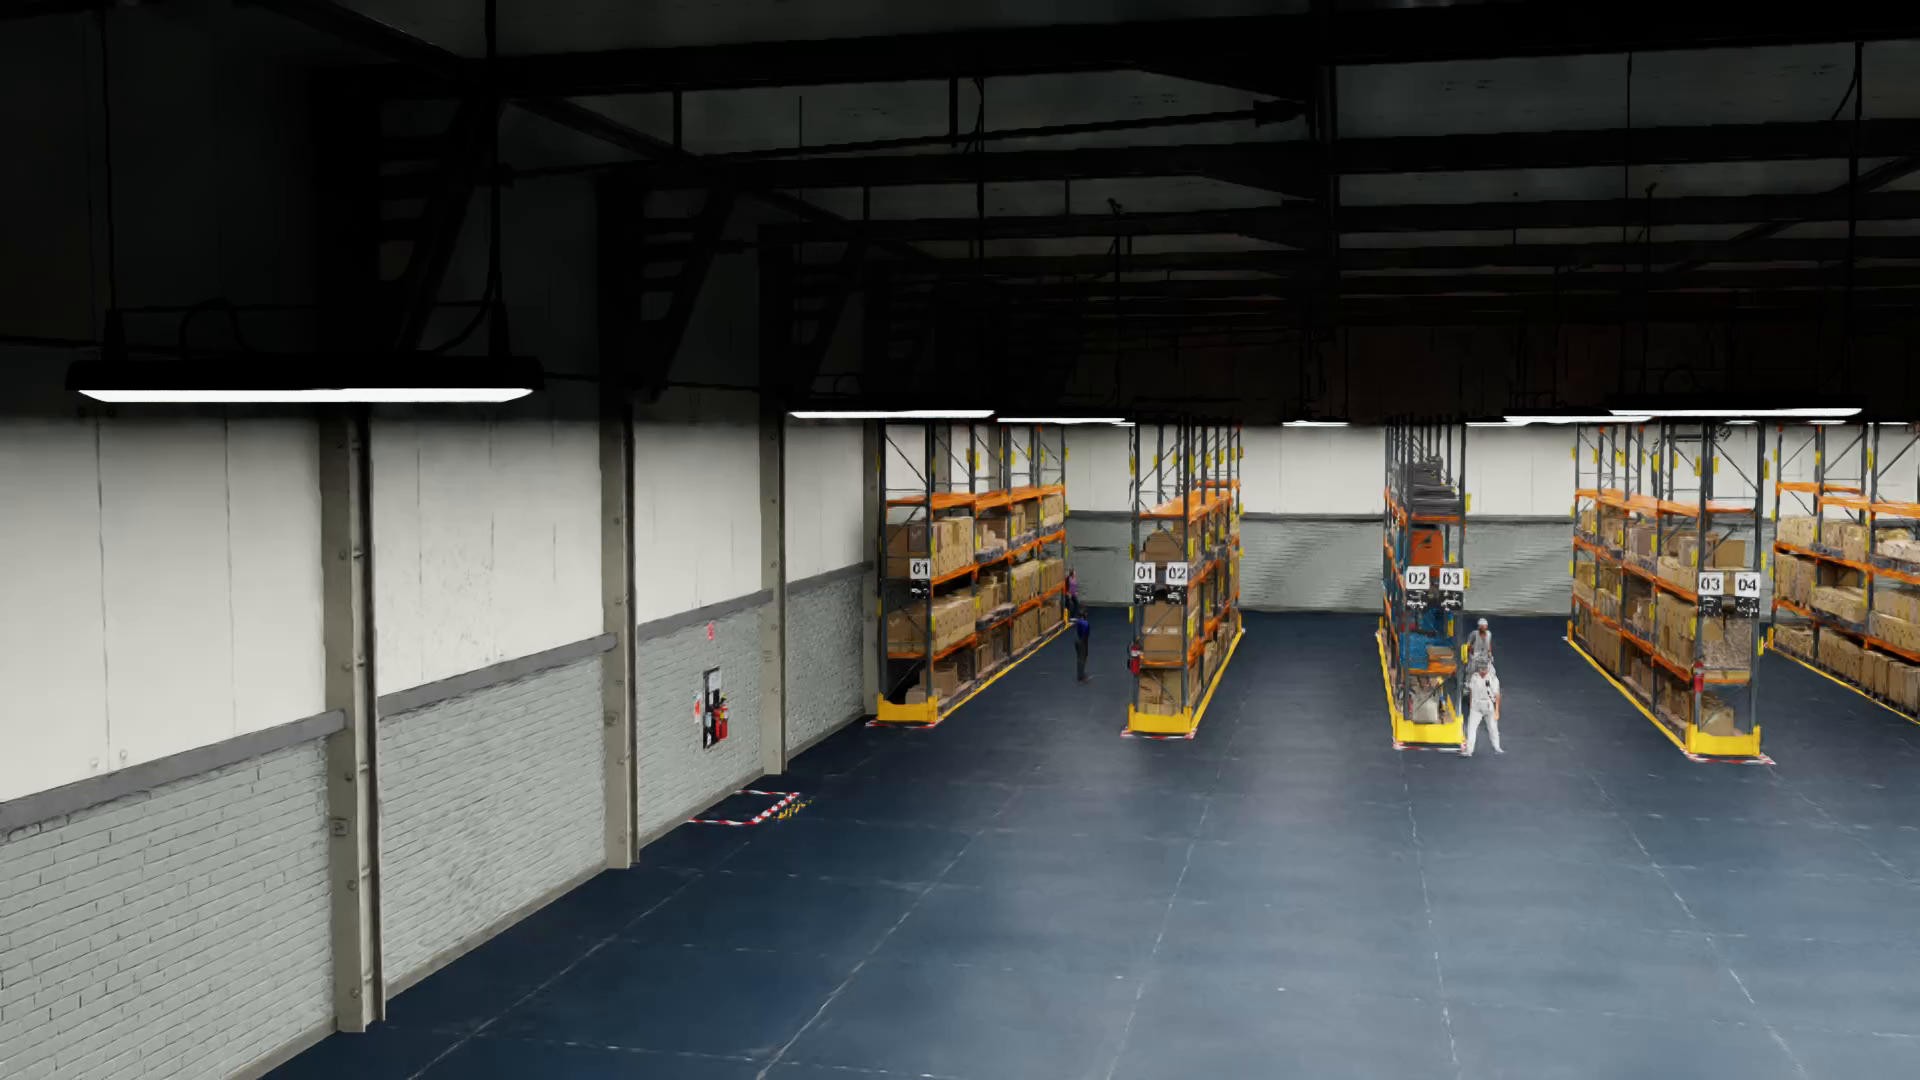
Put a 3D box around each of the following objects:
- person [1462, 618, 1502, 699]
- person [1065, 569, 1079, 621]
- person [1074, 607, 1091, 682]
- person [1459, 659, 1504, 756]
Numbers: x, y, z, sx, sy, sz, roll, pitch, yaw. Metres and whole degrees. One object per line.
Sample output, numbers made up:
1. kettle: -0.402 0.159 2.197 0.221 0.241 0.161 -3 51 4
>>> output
1. person: 10.945 2.487 34.986 0.688 1.719 0.822 0 4 -4
2. person: 3.262 1.621 49.005 0.544 1.573 0.471 -3 5 -38
3. person: 2.792 2.349 37.535 0.422 1.652 0.502 -1 4 -16
4. person: 9.109 2.910 28.949 0.586 1.711 0.971 3 5 37
